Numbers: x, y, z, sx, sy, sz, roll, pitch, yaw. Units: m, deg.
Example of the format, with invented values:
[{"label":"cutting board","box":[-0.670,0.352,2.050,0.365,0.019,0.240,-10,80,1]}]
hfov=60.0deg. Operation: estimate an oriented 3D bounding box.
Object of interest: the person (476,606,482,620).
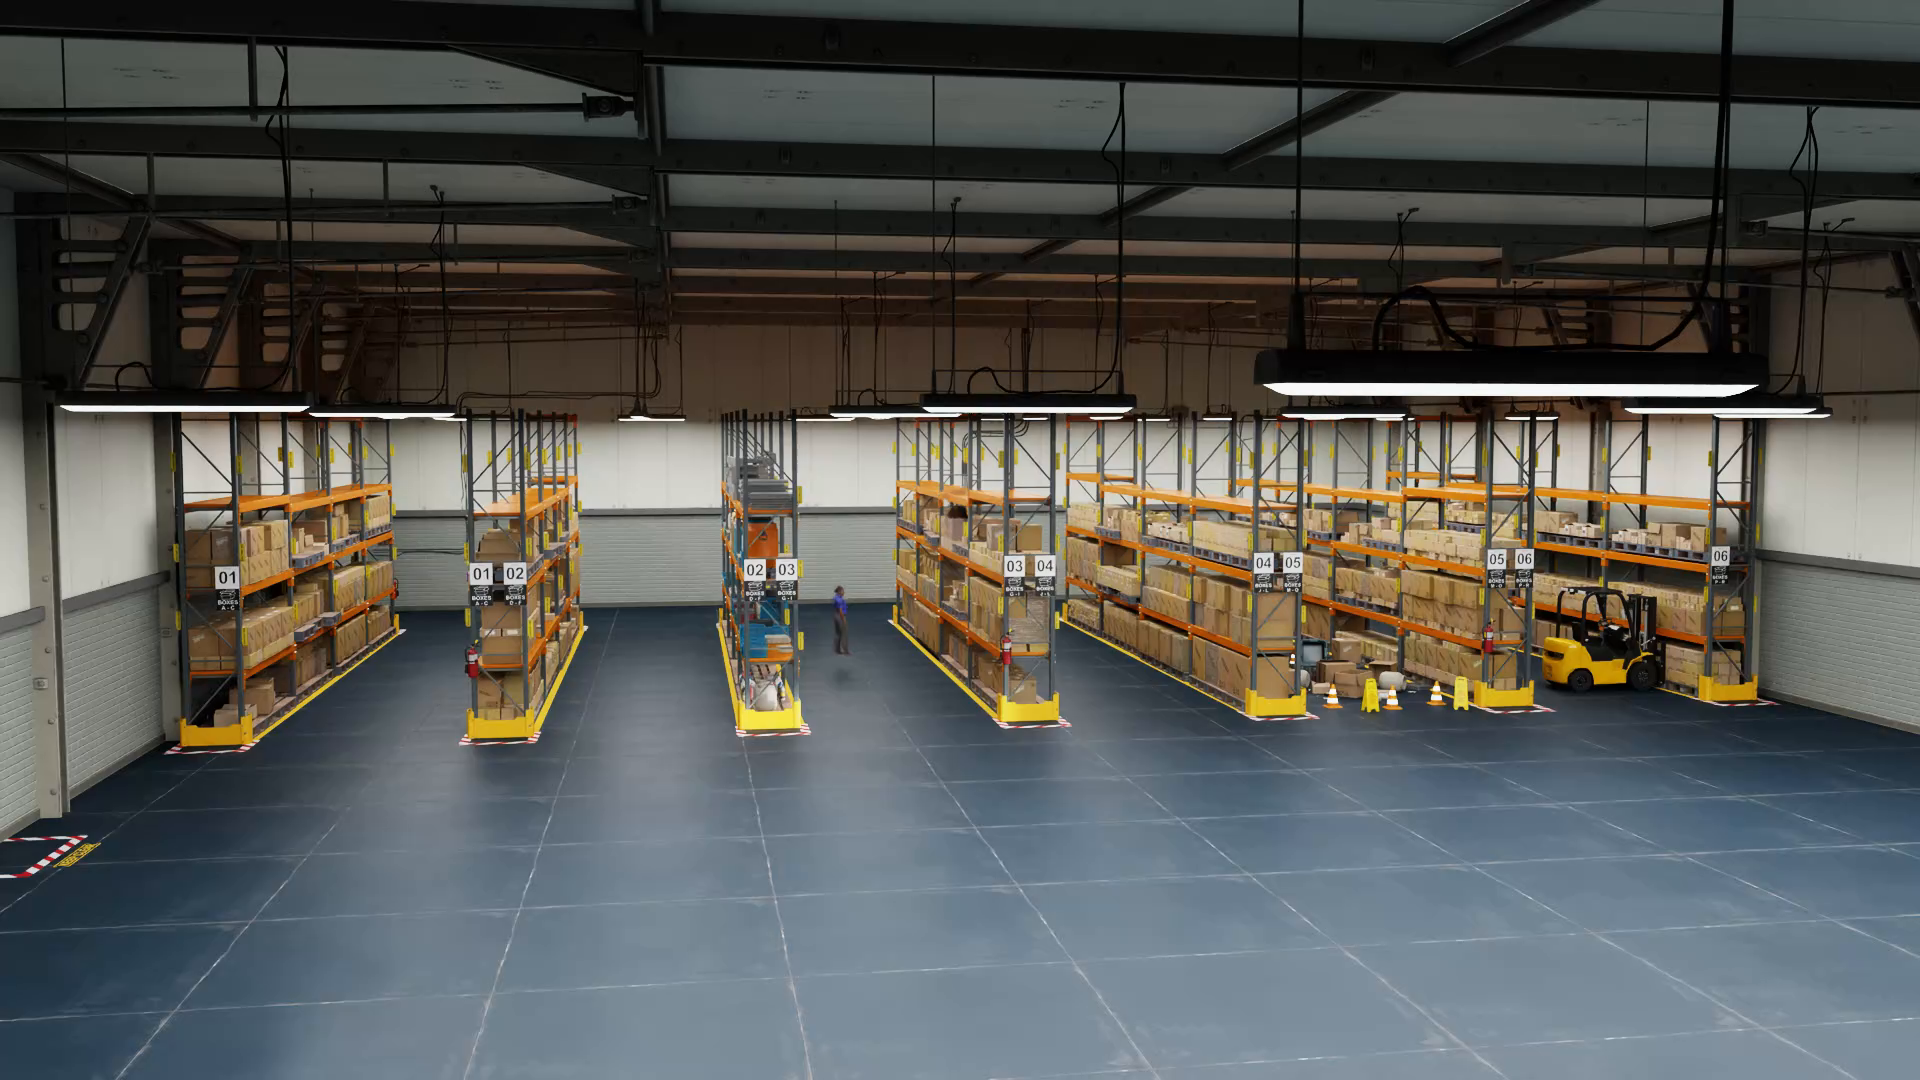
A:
[{"label":"person","box":[-13.694,1.518,48.029,0.982,1.721,0.641,1,4,15]}]

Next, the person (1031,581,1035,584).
[{"label":"person","box":[2.035,1.407,49.072,0.542,1.757,0.666,-3,5,-37]}]

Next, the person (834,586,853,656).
[{"label":"person","box":[-2.727,1.890,39.020,0.417,1.655,0.545,-1,4,-18]}]

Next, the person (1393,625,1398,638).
[{"label":"person","box":[11.310,1.850,42.979,0.429,1.785,0.609,2,4,22]}]
